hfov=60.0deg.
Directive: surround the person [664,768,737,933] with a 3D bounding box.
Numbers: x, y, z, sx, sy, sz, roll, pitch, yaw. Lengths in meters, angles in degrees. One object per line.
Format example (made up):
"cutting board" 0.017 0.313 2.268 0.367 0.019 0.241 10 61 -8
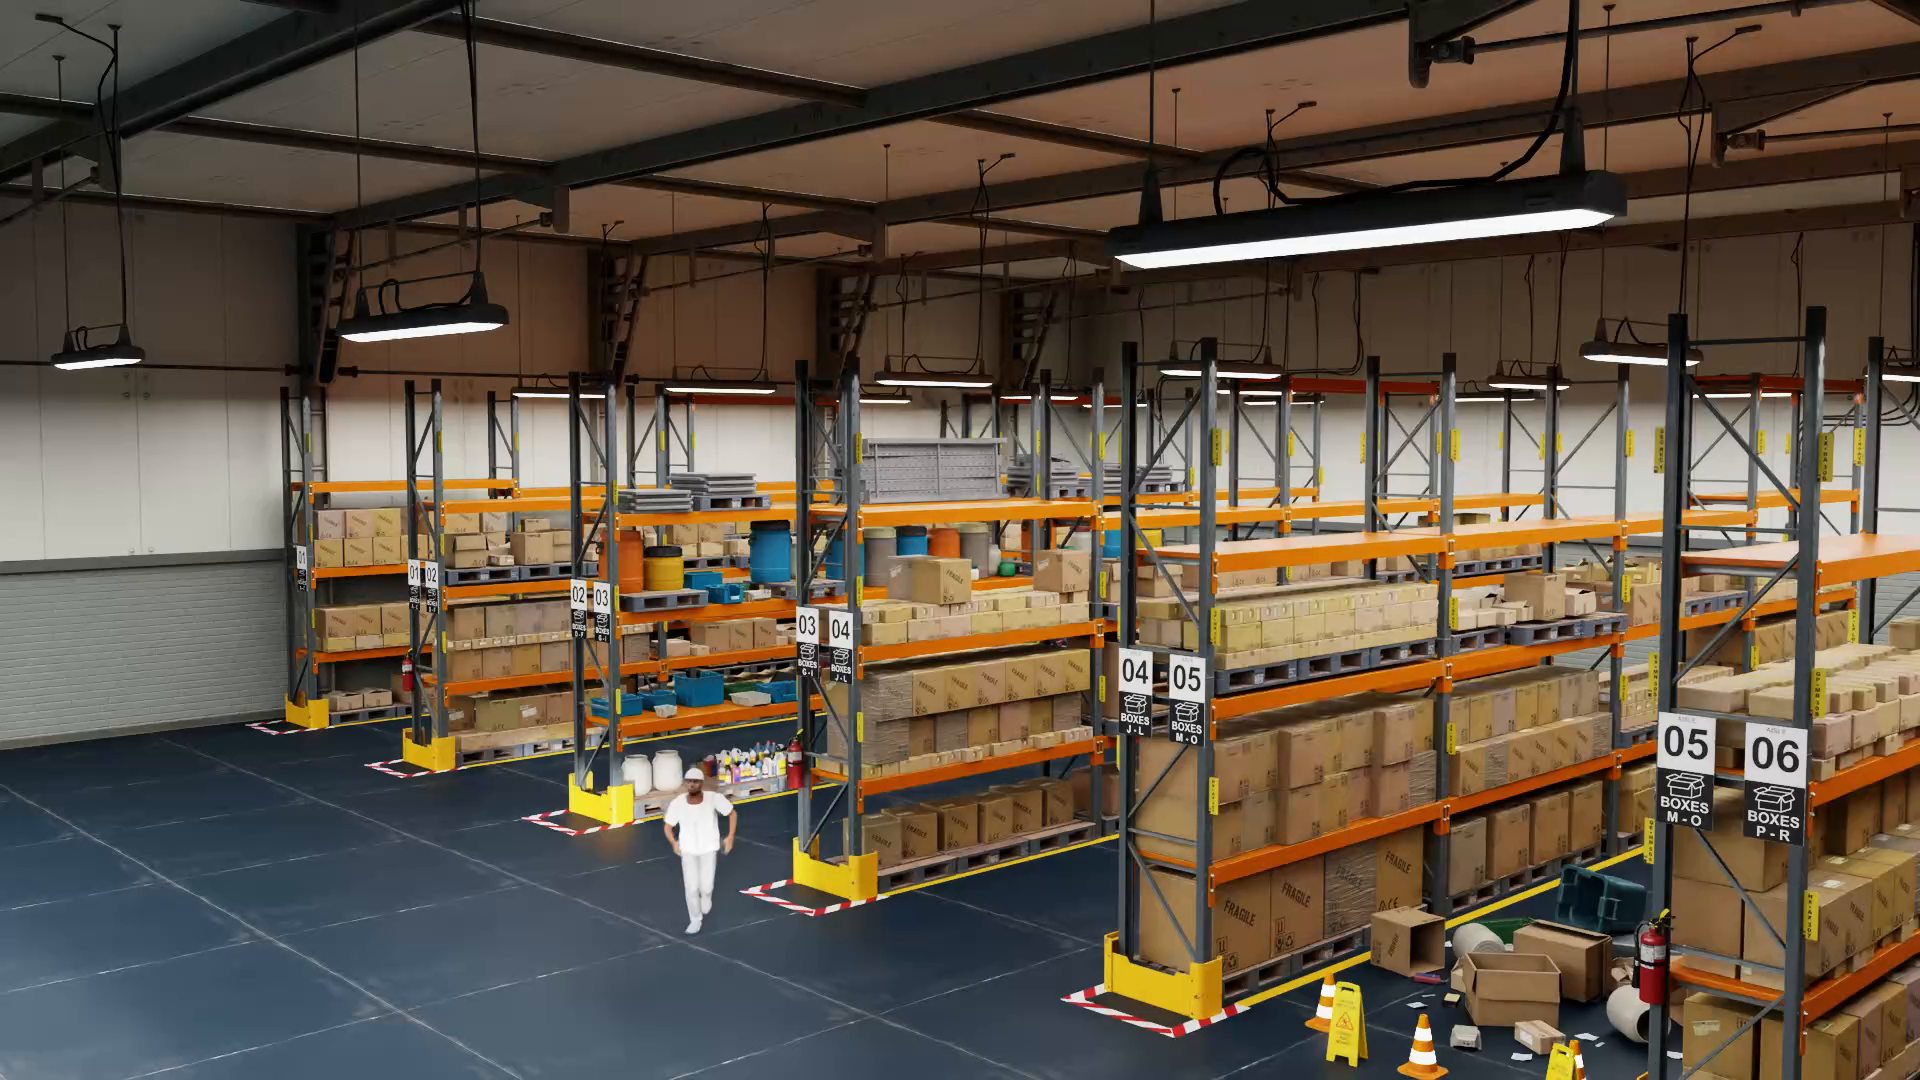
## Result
"person" -2.697 3.210 17.212 0.740 1.722 0.647 0 4 -1
